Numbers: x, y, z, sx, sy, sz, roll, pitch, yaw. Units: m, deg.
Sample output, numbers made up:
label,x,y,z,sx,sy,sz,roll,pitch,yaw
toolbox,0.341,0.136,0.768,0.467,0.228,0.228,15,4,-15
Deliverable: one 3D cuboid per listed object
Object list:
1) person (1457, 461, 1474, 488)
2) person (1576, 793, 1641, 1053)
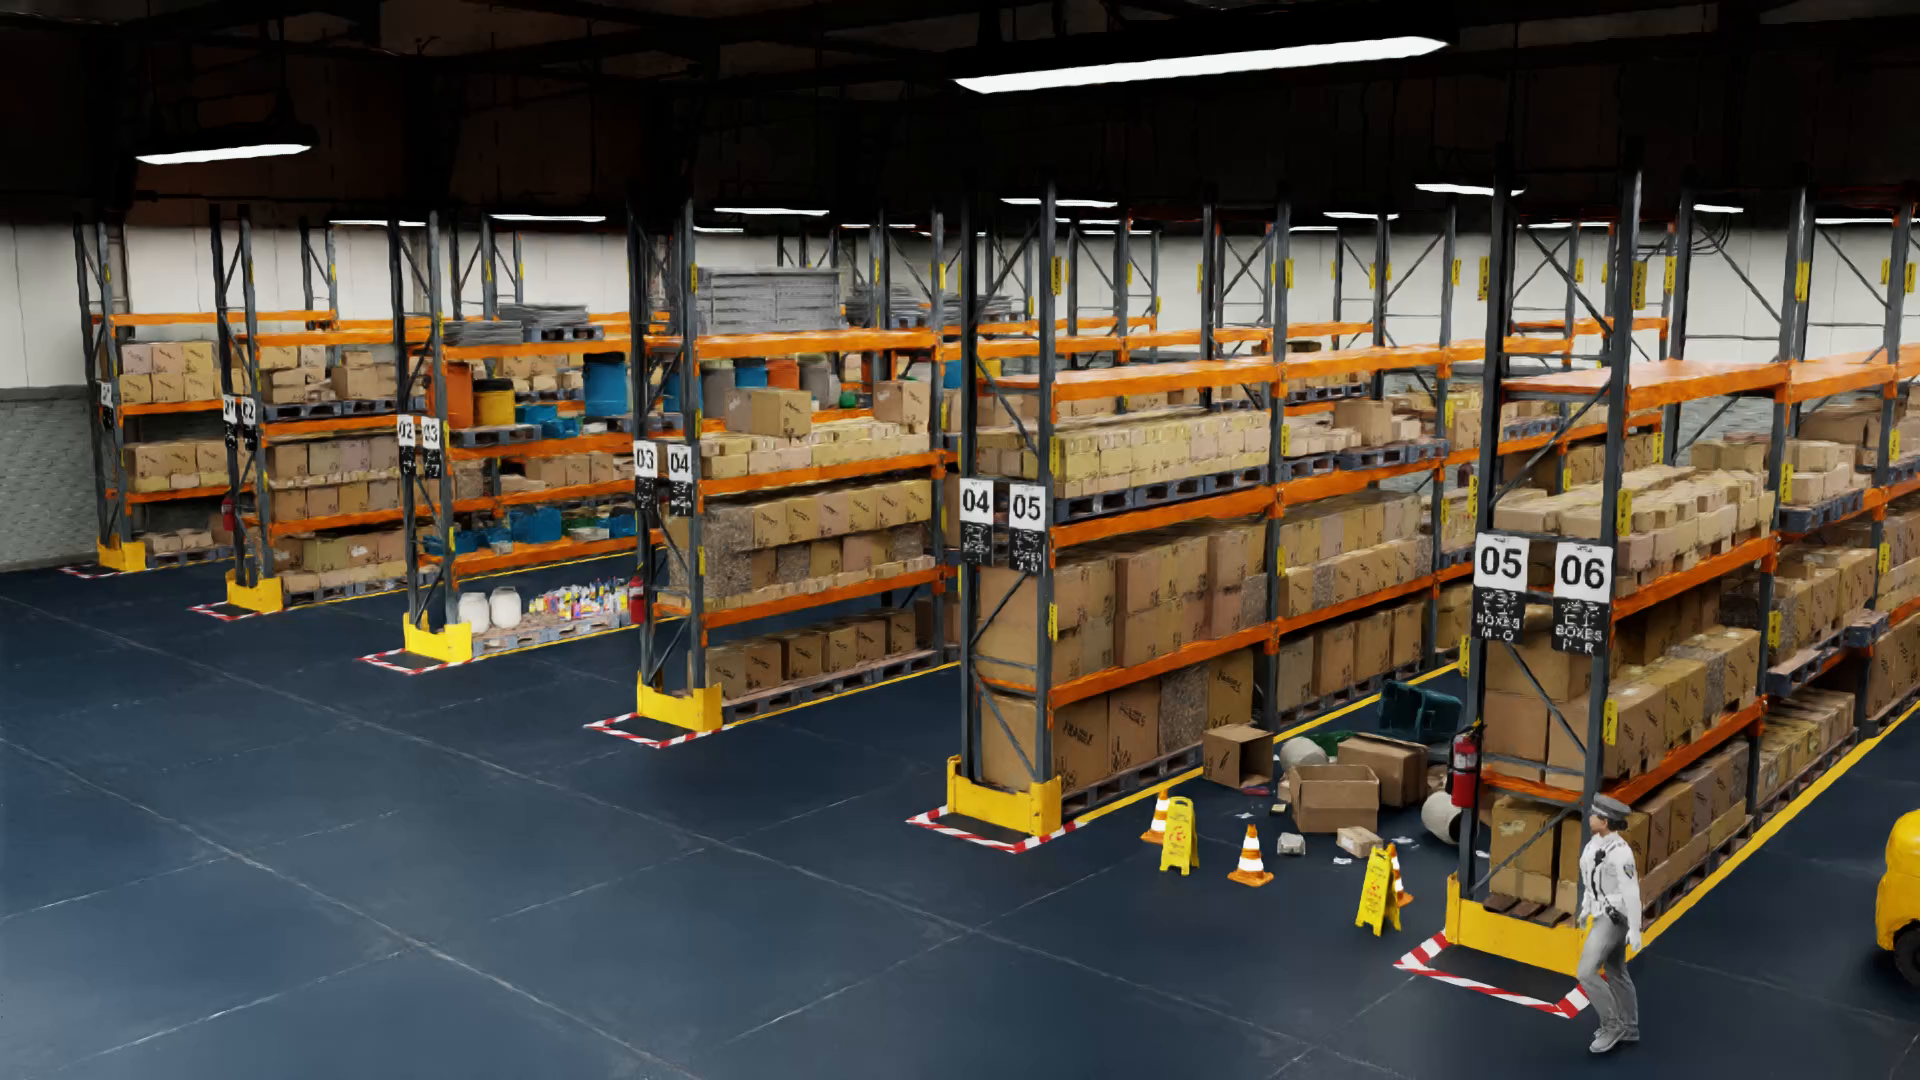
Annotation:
label,x,y,z,sx,sy,sz,roll,pitch,yaw
person,9.364,-0.680,30.619,0.675,1.578,0.618,1,10,8
person,4.326,2.520,11.057,0.458,1.666,0.585,1,10,8
